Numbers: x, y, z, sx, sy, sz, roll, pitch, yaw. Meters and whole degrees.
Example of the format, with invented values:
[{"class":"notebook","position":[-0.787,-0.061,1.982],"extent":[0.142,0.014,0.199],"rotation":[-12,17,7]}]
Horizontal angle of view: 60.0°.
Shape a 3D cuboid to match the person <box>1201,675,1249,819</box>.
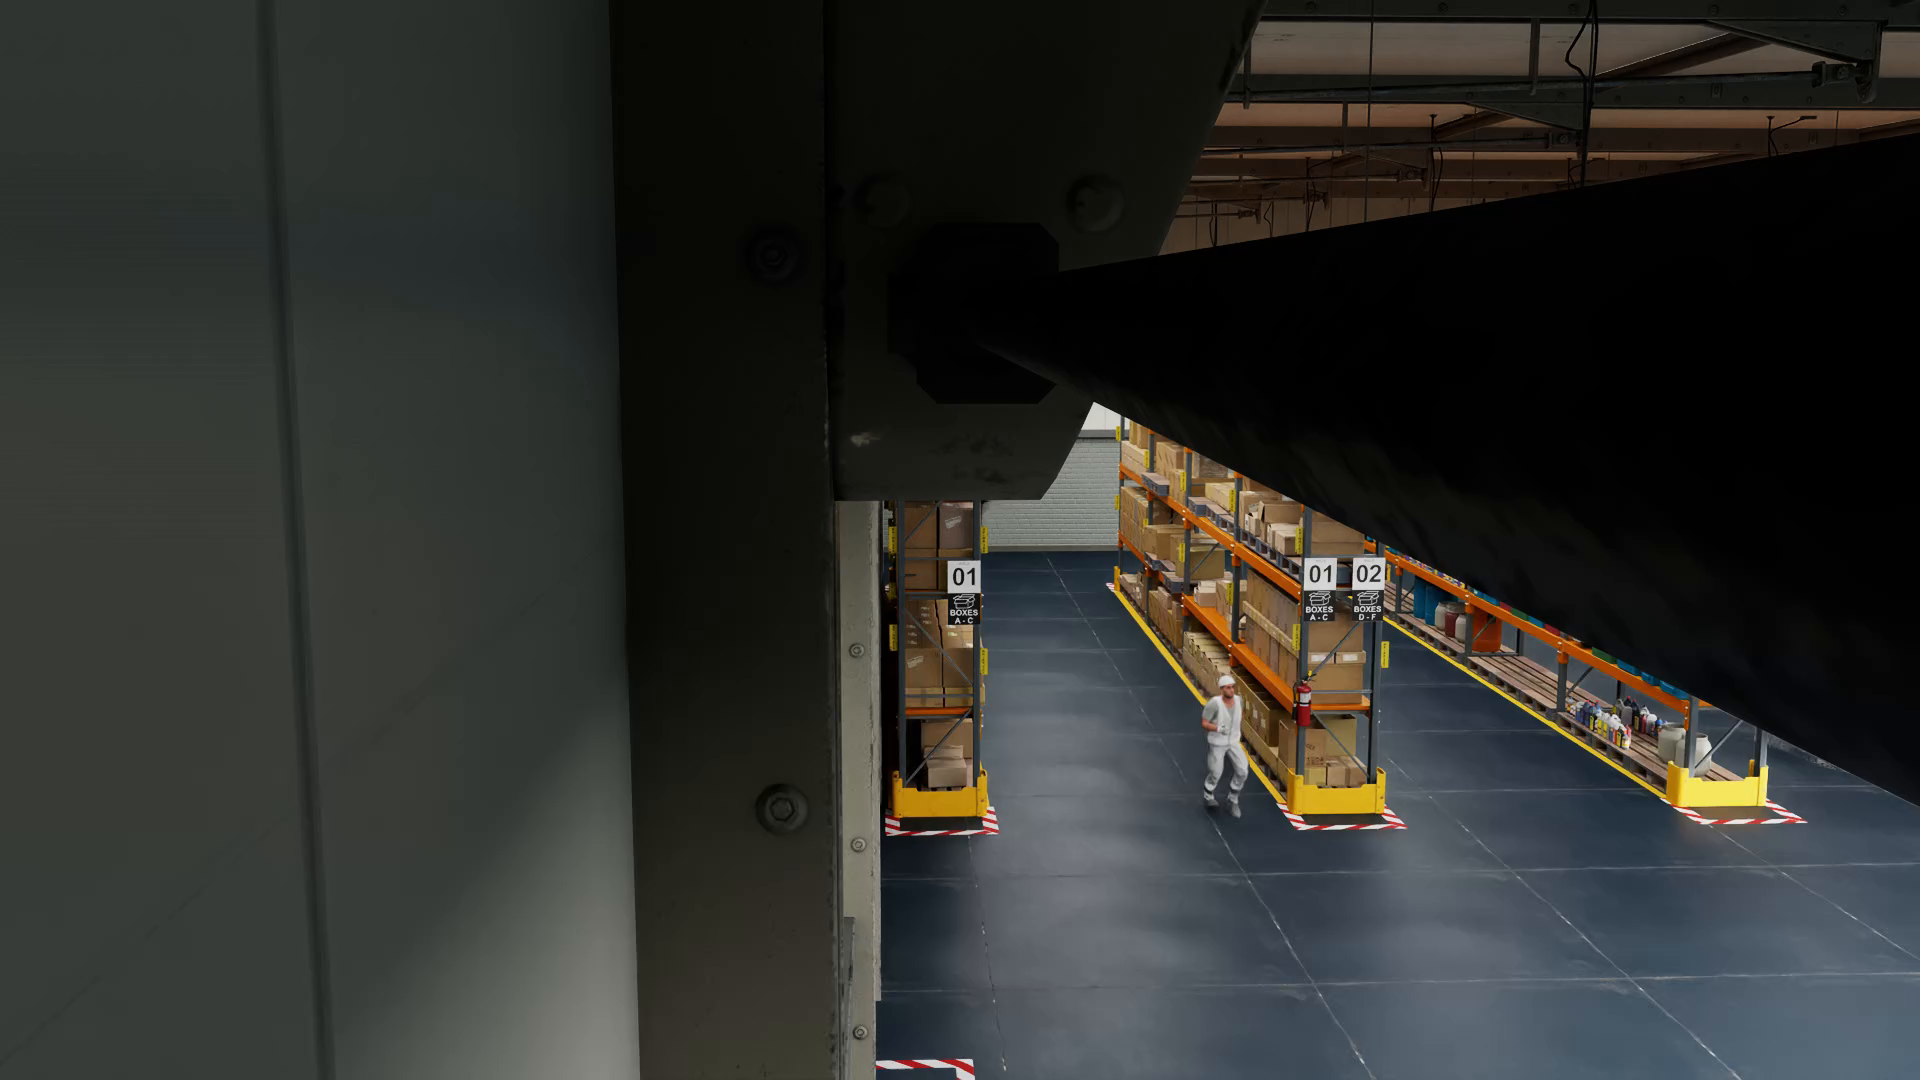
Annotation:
[{"class":"person","position":[3.262,2.526,20.476],"extent":[0.665,1.784,0.799],"rotation":[-3,9,-17]}]
